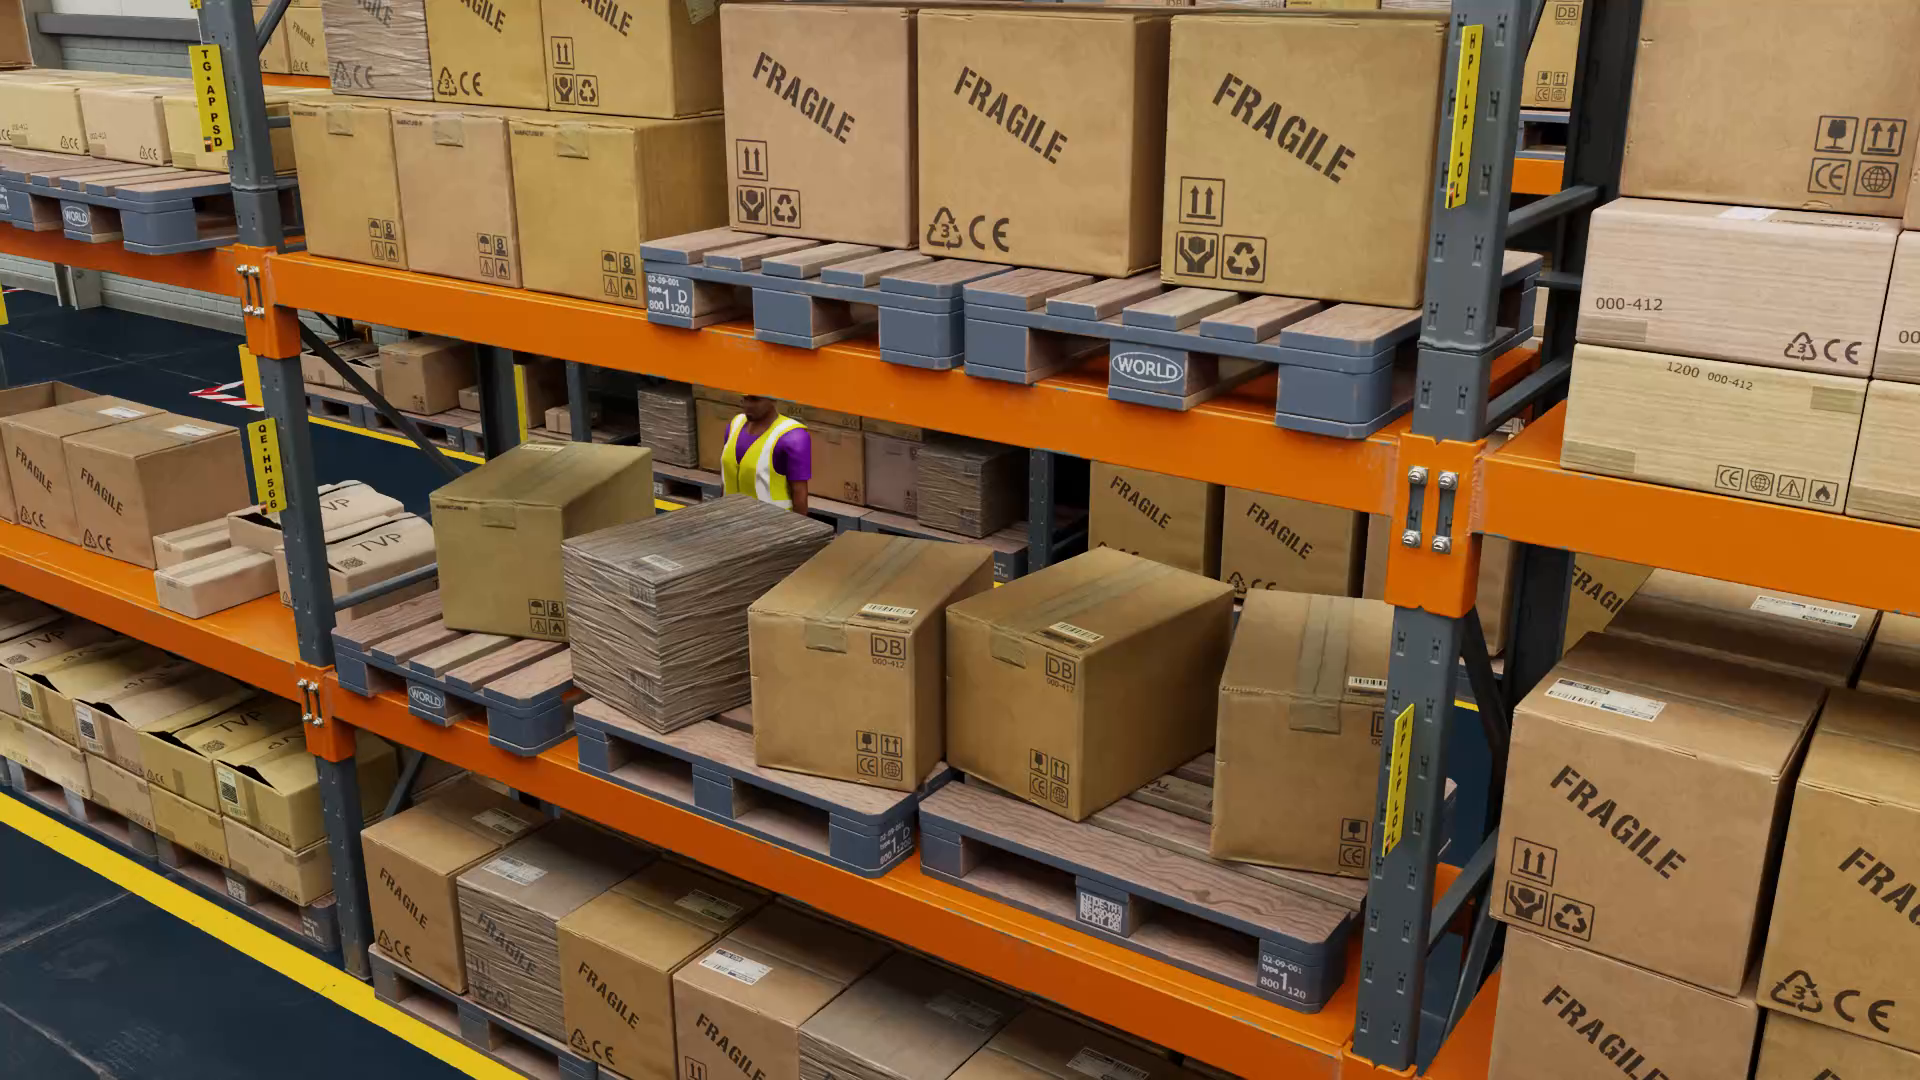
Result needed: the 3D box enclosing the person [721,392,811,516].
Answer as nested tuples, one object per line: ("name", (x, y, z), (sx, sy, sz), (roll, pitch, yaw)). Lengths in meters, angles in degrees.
("person", (-1.027, -0.060, 8.709), (0.563, 1.761, 0.356), (14, 24, 33))
